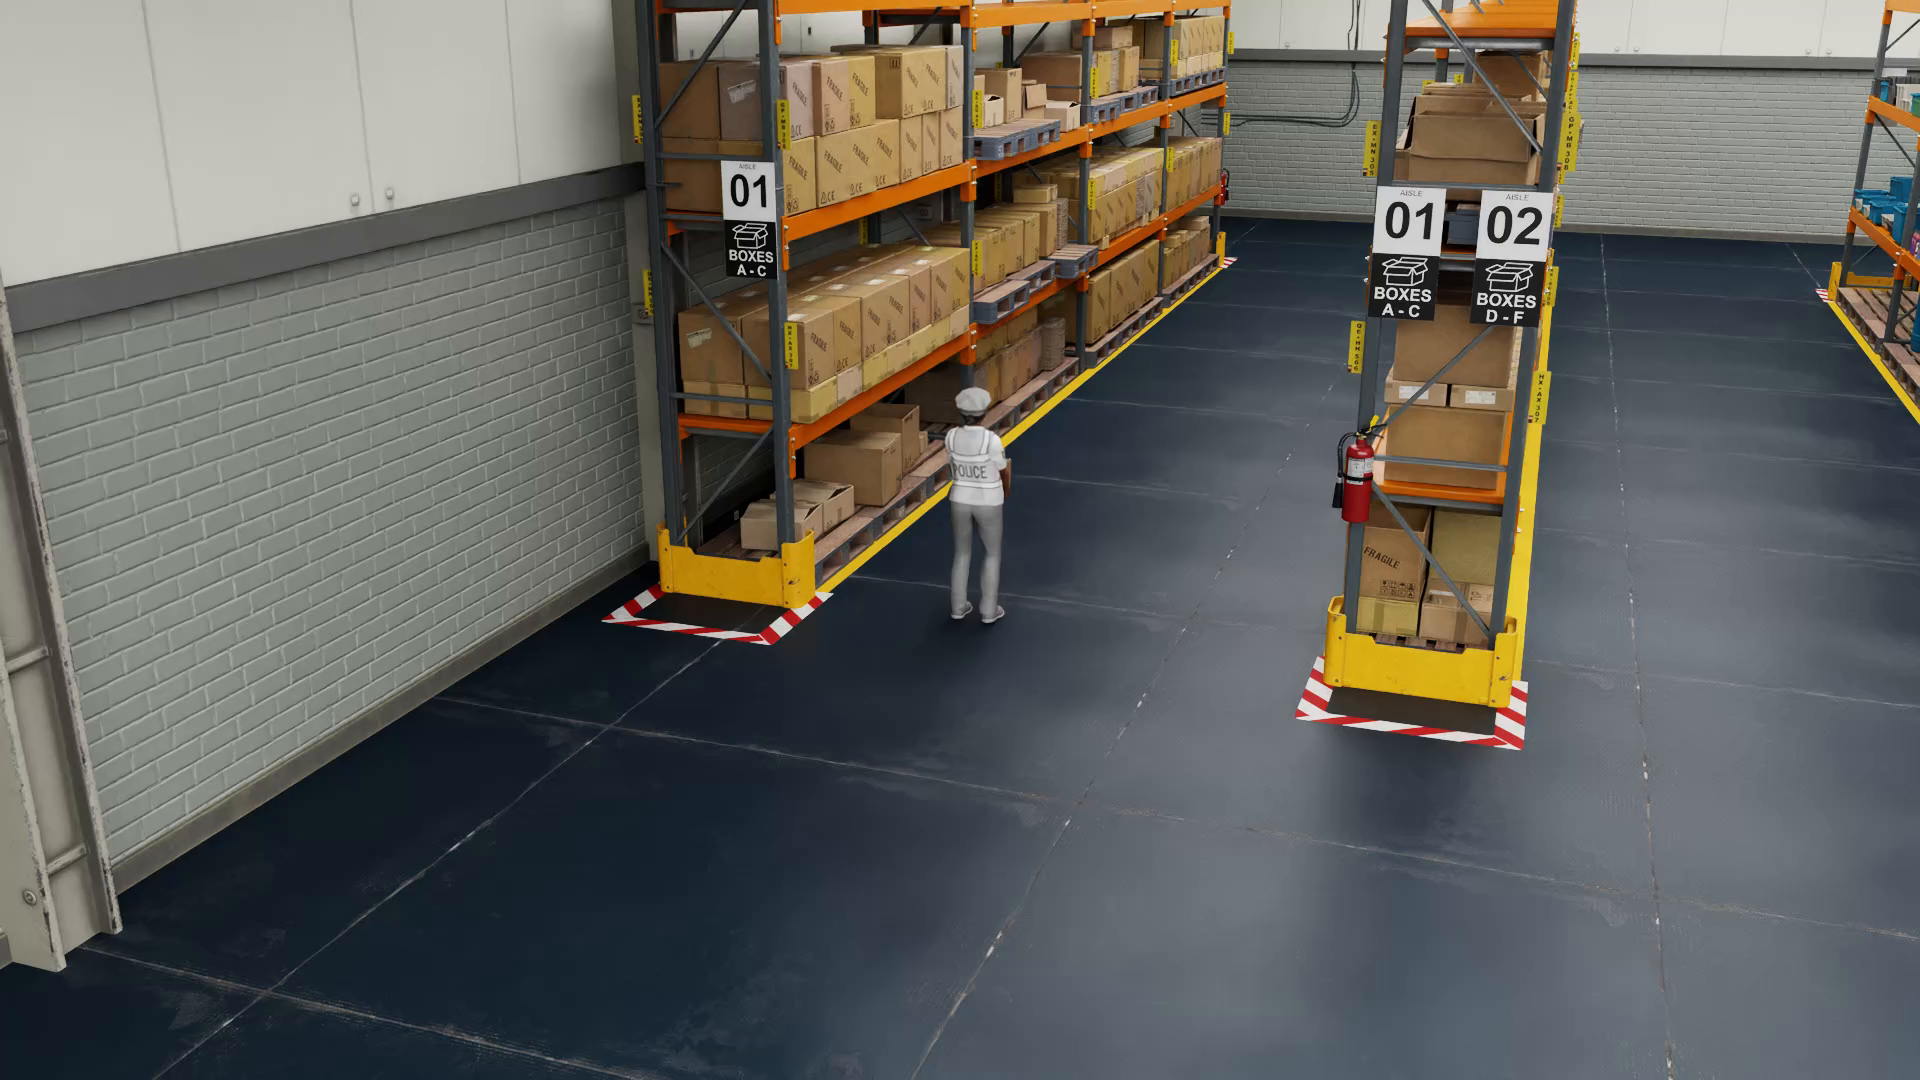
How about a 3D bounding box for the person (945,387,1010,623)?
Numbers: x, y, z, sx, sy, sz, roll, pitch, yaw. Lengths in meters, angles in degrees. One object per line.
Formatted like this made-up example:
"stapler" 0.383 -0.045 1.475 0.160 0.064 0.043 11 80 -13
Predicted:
"person" 0.142 -0.266 11.811 0.445 1.692 0.512 7 20 18
